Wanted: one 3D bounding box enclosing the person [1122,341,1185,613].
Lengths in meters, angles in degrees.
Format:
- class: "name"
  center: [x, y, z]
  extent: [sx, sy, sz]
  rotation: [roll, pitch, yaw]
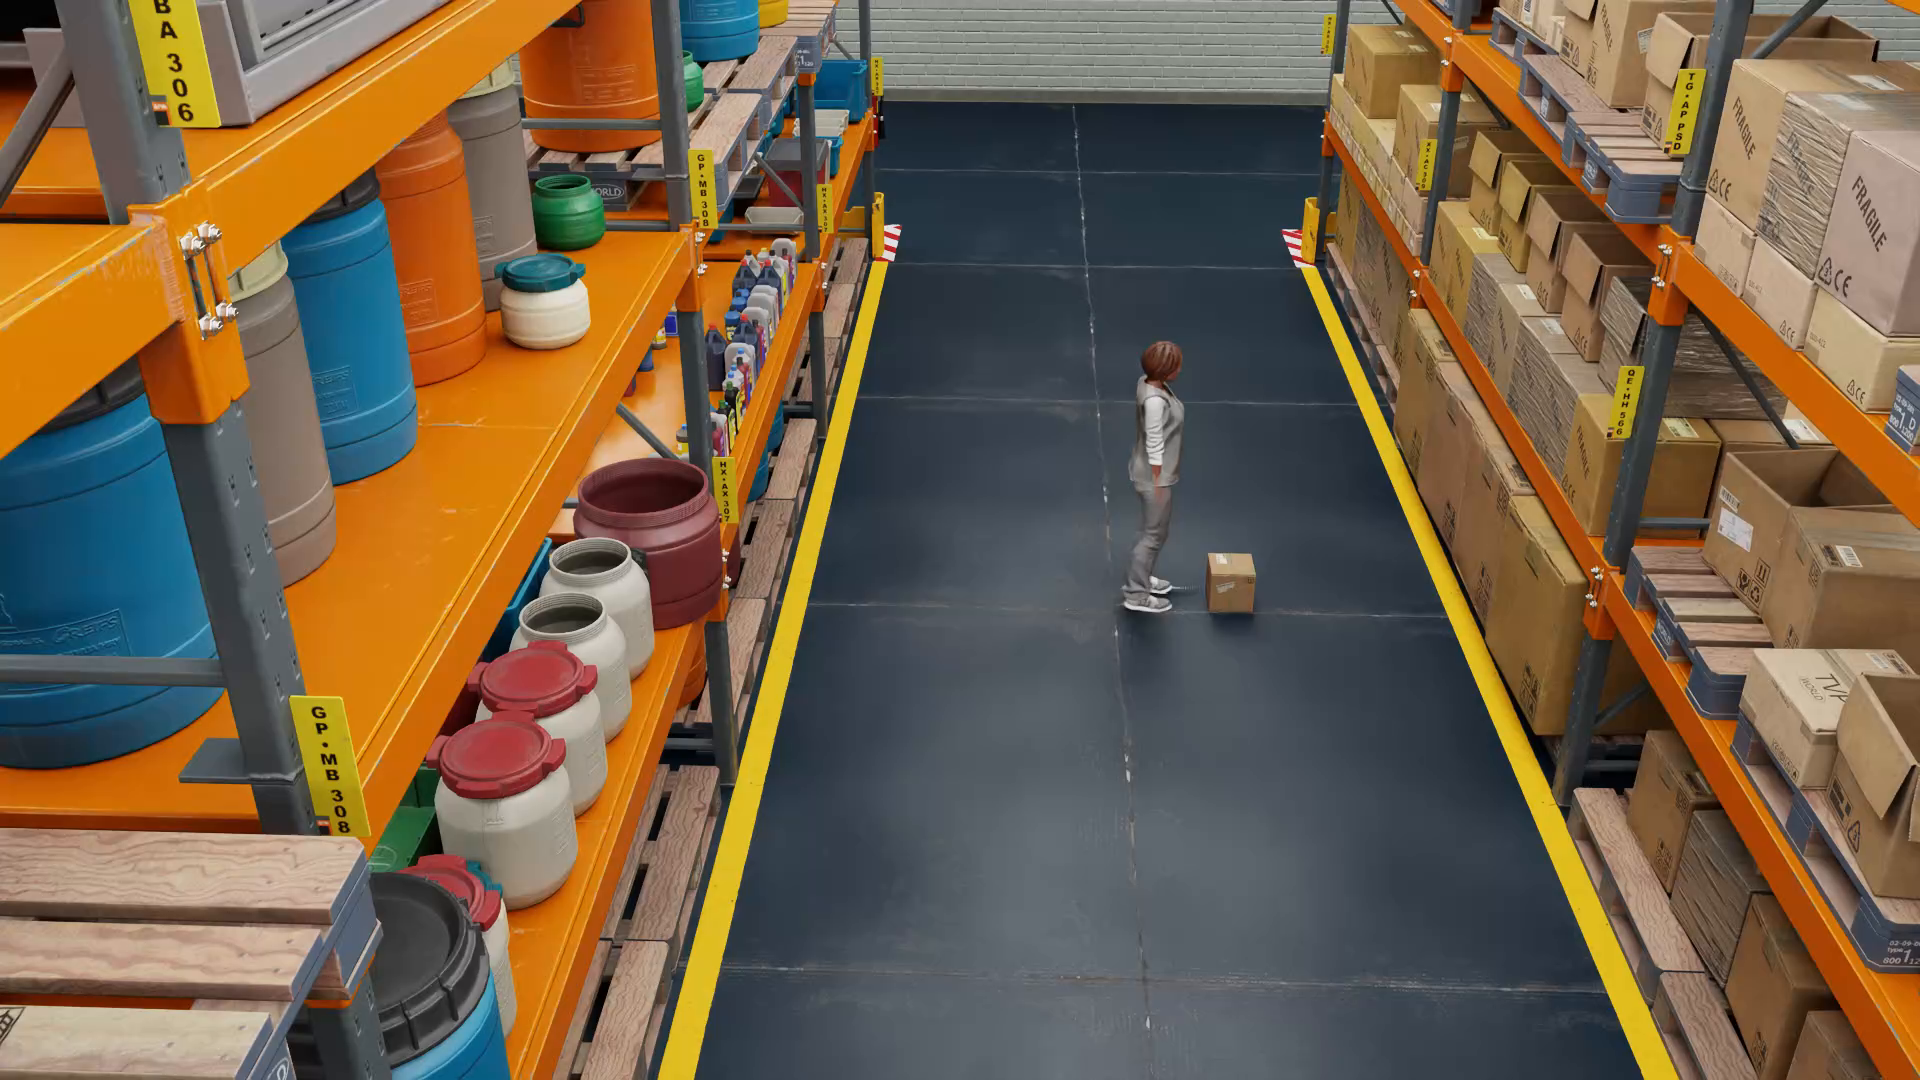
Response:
- class: "person"
  center: [1.088, -0.364, 9.317]
  extent: [0.304, 1.595, 0.407]
  rotation: [2, 28, 3]
